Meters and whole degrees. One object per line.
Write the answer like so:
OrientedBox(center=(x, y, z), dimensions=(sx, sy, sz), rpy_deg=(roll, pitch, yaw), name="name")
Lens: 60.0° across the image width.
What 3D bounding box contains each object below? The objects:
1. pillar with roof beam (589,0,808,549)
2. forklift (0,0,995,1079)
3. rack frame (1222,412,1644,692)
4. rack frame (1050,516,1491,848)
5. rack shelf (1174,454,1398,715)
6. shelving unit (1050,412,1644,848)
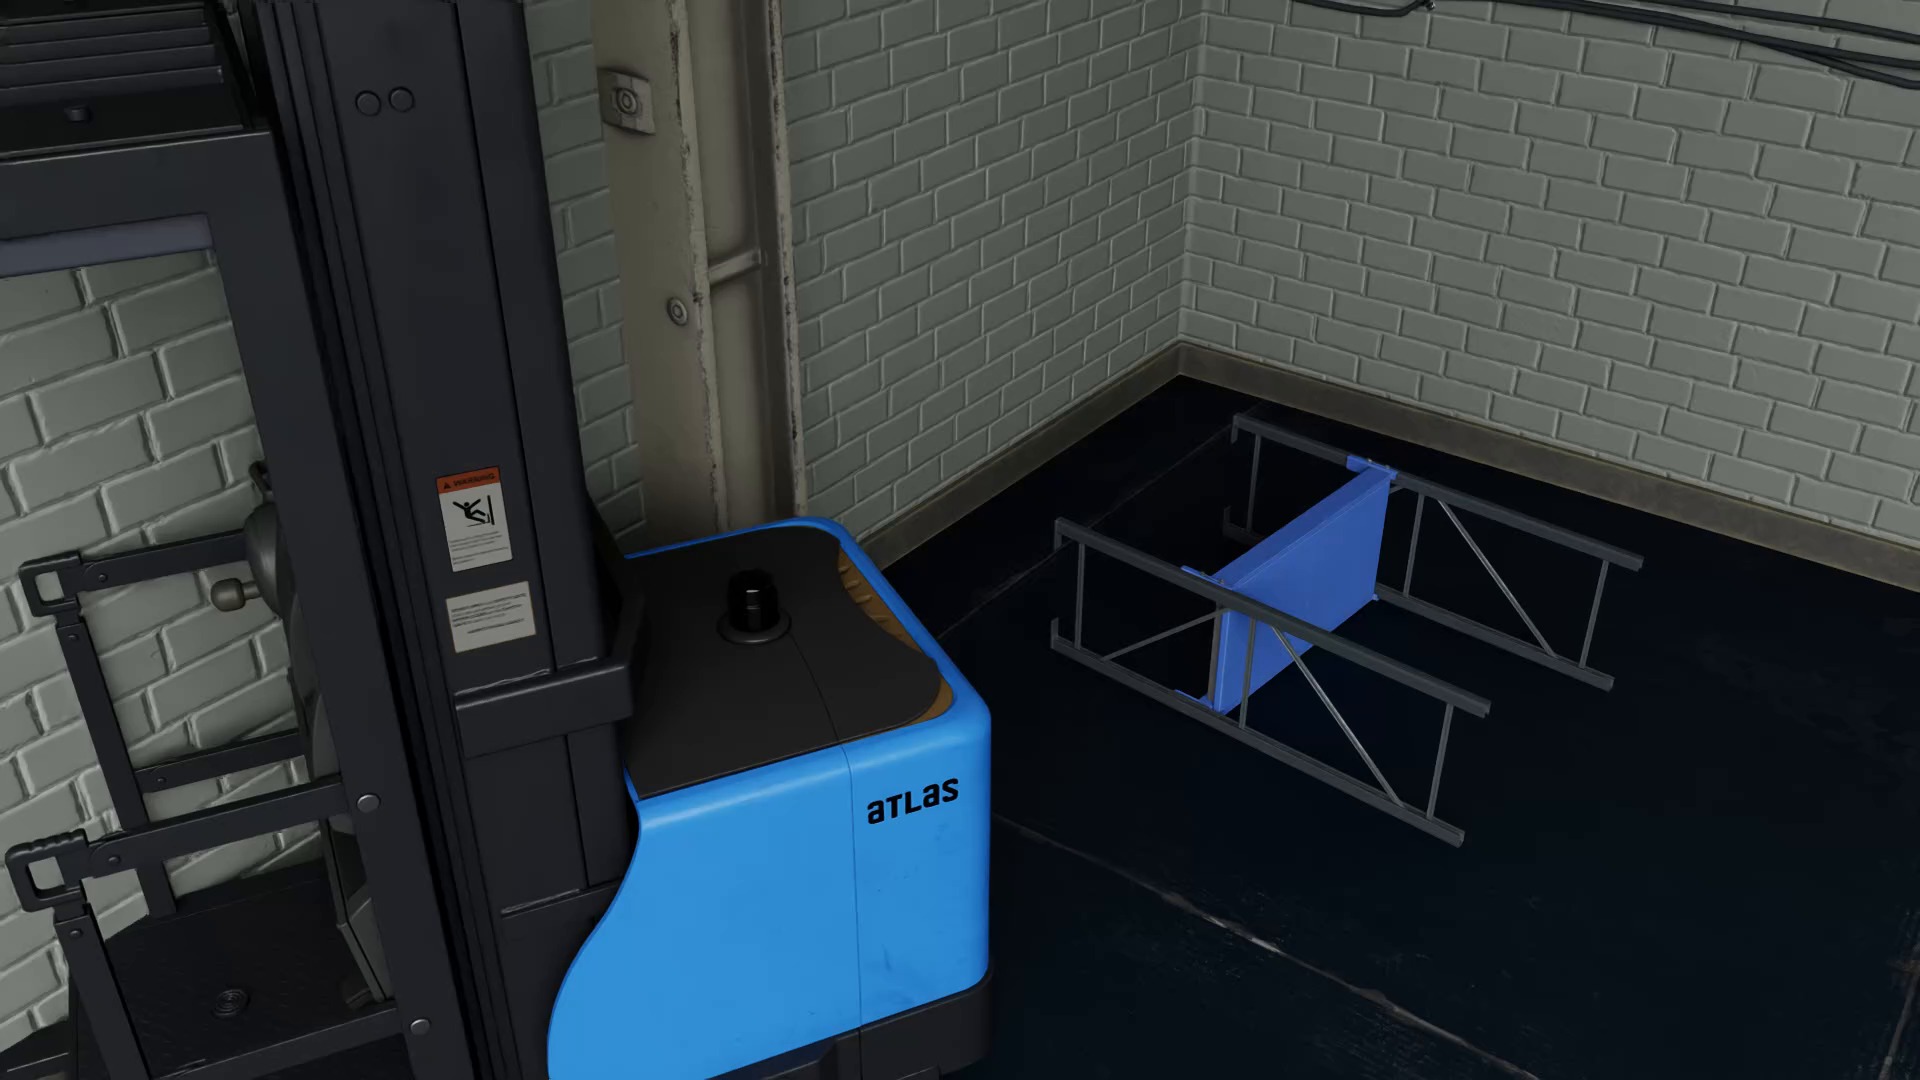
OrientedBox(center=(2.725, -2.052, 0.886), dimensions=(9.100, 9.000, 0.400), rpy_deg=(21, 37, 31), name="pillar with roof beam")
OrientedBox(center=(-1.477, 0.121, 3.172), dimensions=(3.031, 2.935, 1.130), rpy_deg=(-13, 33, -21), name="forklift")
OrientedBox(center=(1.551, 0.015, 5.696), dimensions=(1.500, 0.500, 0.032), rpy_deg=(25, 39, 35), name="rack frame")
OrientedBox(center=(0.870, 0.400, 5.047), dimensions=(1.500, 0.500, 0.032), rpy_deg=(25, 39, 35), name="rack frame")
OrientedBox(center=(1.077, 0.146, 5.475), dimensions=(0.185, 0.538, 1.000), rpy_deg=(25, 39, 35), name="rack shelf")
OrientedBox(center=(1.211, 0.208, 5.372), dimensions=(1.500, 0.538, 1.048), rpy_deg=(25, 39, 35), name="shelving unit")
